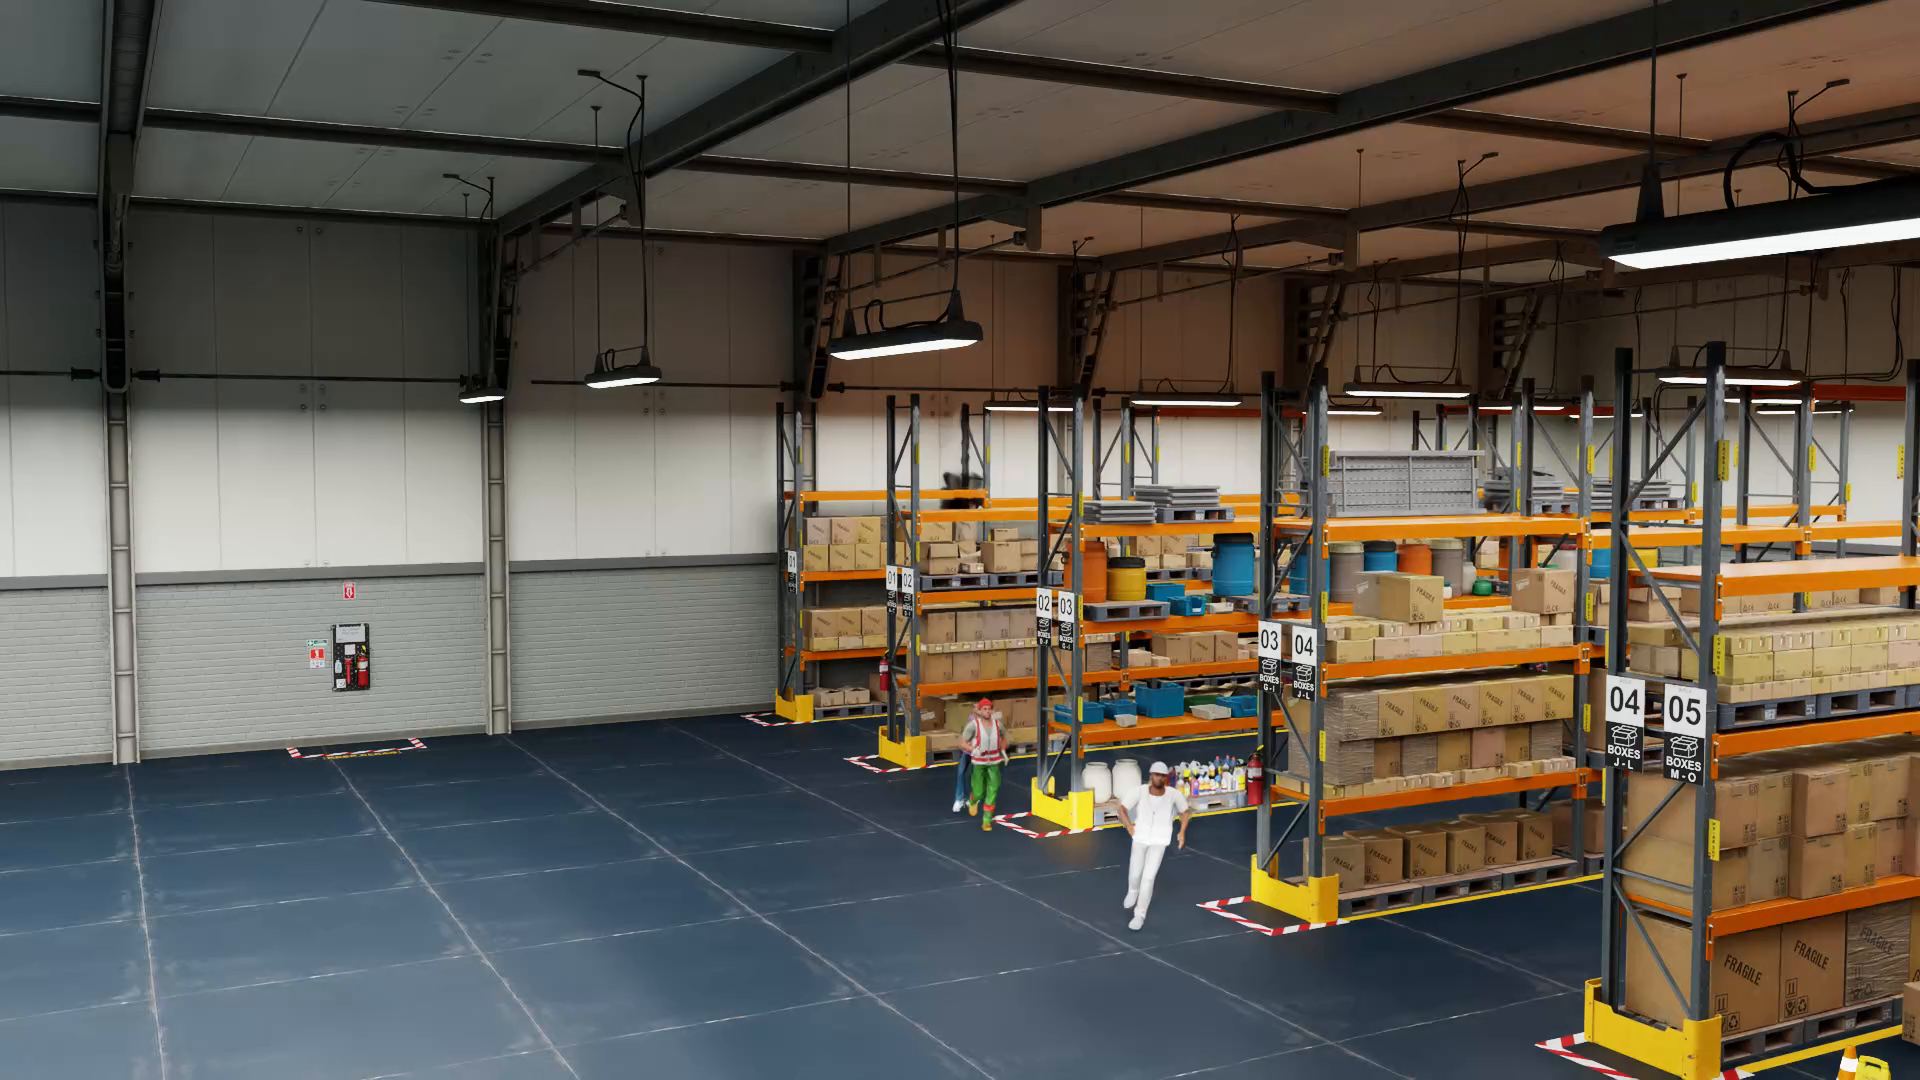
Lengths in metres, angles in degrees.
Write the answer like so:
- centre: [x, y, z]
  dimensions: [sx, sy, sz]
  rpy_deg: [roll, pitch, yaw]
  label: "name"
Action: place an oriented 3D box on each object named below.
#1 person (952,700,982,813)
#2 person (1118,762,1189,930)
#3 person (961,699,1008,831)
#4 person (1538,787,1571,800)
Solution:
- centre: [0.218, 3.053, 23.534]
  dimensions: [0.526, 1.614, 0.642]
  rpy_deg: [2, 4, 30]
  label: "person"
- centre: [2.081, 3.265, 18.012]
  dimensions: [0.760, 1.725, 0.963]
  rpy_deg: [1, 3, 13]
  label: "person"
- centre: [0.332, 3.014, 22.487]
  dimensions: [0.667, 1.754, 0.762]
  rpy_deg: [-1, 3, -14]
  label: "person"
- centre: [8.781, 2.924, 24.244]
  dimensions: [0.859, 1.696, 0.573]
  rpy_deg: [-2, 4, -30]
  label: "person"
